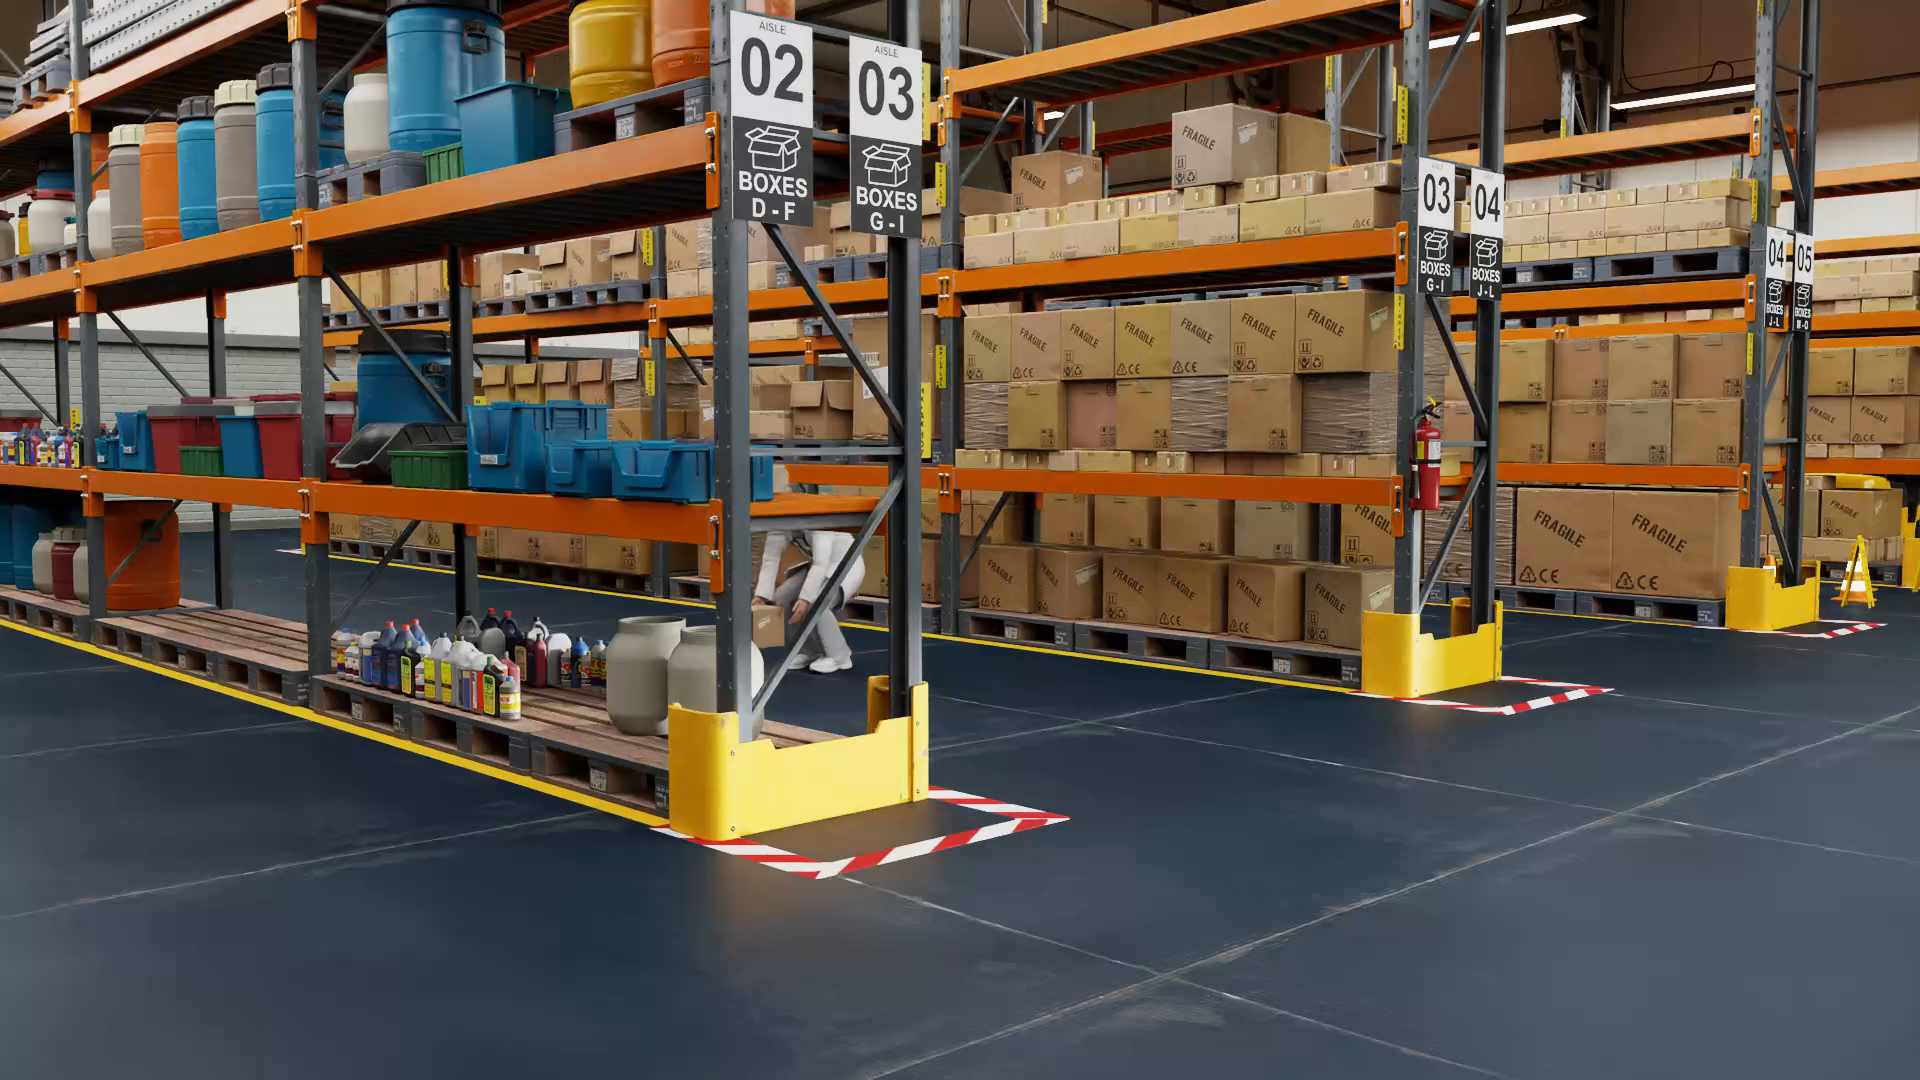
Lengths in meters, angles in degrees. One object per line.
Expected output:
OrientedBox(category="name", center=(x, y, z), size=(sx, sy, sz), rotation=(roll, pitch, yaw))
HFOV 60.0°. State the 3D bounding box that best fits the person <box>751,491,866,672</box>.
OrientedBox(category="person", center=(-0.973, 0.260, 11.035), size=(0.808, 1.222, 0.626), rotation=(-4, 5, -44))
